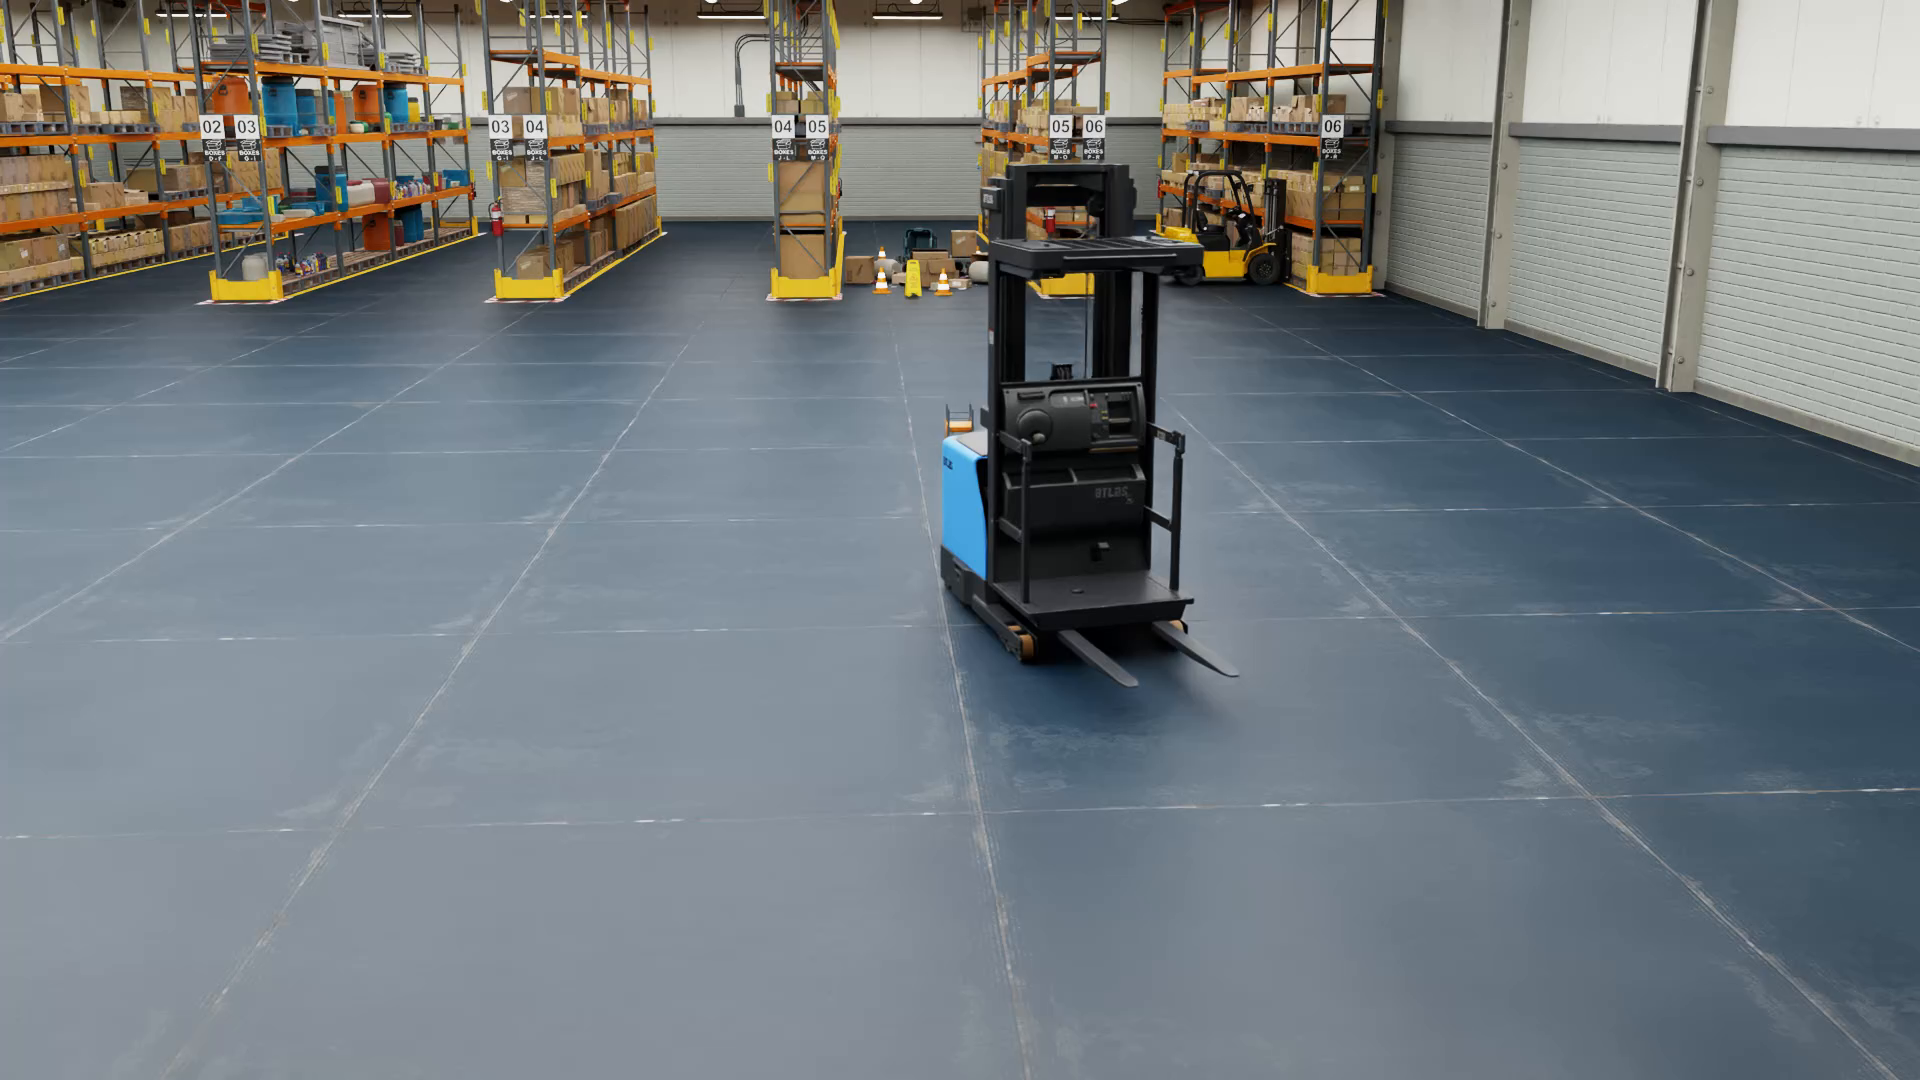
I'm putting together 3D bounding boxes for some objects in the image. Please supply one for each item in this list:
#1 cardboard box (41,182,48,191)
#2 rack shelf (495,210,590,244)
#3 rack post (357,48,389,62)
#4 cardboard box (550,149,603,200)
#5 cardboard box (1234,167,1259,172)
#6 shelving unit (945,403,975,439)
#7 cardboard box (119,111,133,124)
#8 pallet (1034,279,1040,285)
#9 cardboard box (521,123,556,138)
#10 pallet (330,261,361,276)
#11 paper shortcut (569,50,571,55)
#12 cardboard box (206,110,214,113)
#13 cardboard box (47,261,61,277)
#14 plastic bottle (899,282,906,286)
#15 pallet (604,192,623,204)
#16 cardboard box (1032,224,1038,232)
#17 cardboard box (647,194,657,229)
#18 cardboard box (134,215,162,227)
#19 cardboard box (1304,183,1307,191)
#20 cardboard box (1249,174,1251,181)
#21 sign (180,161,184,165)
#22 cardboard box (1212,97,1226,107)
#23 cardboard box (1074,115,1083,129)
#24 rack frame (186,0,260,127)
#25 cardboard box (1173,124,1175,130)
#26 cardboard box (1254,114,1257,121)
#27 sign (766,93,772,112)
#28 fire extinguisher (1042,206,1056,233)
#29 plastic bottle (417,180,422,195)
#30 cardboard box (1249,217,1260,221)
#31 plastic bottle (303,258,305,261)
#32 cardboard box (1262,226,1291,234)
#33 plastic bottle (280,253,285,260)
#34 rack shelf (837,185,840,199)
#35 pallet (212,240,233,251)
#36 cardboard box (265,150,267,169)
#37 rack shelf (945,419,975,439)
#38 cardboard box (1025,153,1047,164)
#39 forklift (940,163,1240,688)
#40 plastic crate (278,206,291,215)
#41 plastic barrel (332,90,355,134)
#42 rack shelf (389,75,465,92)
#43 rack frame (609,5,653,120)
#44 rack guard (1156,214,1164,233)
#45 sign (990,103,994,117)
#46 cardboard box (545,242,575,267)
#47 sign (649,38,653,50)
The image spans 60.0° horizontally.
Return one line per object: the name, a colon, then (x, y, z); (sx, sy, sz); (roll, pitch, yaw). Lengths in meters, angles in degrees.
cardboard box: (-17.635, -6.732, 31.668); (0.380, 0.149, 0.250); (-1, 14, -4)
rack shelf: (-7.916, -5.993, 31.742); (1.077, 0.370, 4.000); (-1, 14, -3)
rack post: (-13.317, -10.805, 37.115); (0.954, 0.300, 0.937); (-1, 14, -3)
cardboard box: (-7.949, -7.532, 34.235); (1.000, 1.000, 1.000); (-1, 14, -3)
cardboard box: (6.681, -8.446, 38.790); (0.500, 0.500, 0.500); (0, 14, -1)
shelving unit: (-0.003, -0.522, 12.947); (0.215, 1.050, 0.252); (-1, 14, -3)
cardboard box: (-18.040, -9.023, 35.513); (0.500, 0.250, 0.500); (0, 14, -2)
pallet: (2.007, -5.171, 32.699); (1.003, 0.211, 1.213); (-1, 14, -3)
cardboard box: (-7.564, -7.348, 29.845); (0.500, 0.250, 0.500); (0, 14, -2)
pallet: (-13.071, -5.606, 34.393); (1.003, 0.211, 1.213); (-1, 14, -3)
paper shortcut: (-8.894, -11.127, 37.932); (0.009, 0.170, 0.078); (9, -17, -6)
cardboard box: (-18.205, -10.423, 40.795); (0.500, 0.250, 0.500); (-1, 14, -3)
cardboard box: (-17.614, -5.198, 31.884); (0.500, 0.250, 0.500); (-1, 14, -3)
plastic bottle: (-1.091, -4.957, 32.170); (0.133, 0.061, 0.283); (-6, 16, -23)
pallet: (-8.137, -7.565, 36.793); (1.213, 0.211, 1.003); (-1, 14, -3)
cardboard box: (1.619, -6.163, 32.829); (0.380, 0.149, 0.250); (0, 14, 0)
cardboard box: (-8.664, -8.839, 44.783); (0.875, 0.875, 0.875); (-1, 14, -3)
cardboard box: (-18.475, -7.290, 37.969); (0.500, 0.250, 0.500); (0, 14, -1)
cardboard box: (6.747, -6.709, 31.580); (0.380, 0.149, 0.250); (-1, 14, -4)
cardboard box: (6.454, -7.831, 35.939); (0.380, 0.149, 0.250); (-1, 14, -3)
sign: (-18.964, -9.085, 40.580); (0.100, 0.325, 0.005); (-1, 14, -3)
cardboard box: (6.446, -10.846, 41.173); (0.396, 0.266, 0.258); (-1, 14, -3)
cardboard box: (2.334, -7.650, 30.424); (0.500, 0.250, 0.500); (-1, 14, -4)
rack frame: (-12.735, -8.673, 28.675); (1.000, 3.000, 0.127); (-1, 14, -3)
cardboard box: (5.847, -10.919, 43.929); (0.380, 0.149, 0.250); (-1, 14, -3)
cardboard box: (6.434, -8.921, 35.119); (0.380, 0.149, 0.250); (-1, 14, -4)
sign: (-3.378, -7.733, 29.426); (0.100, 0.325, 0.005); (-1, 14, -3)
fire extinguisher: (1.646, -5.924, 30.185); (0.296, 0.674, 0.183); (-1, 14, -3)
plastic bottle: (-13.095, -8.504, 40.159); (0.144, 0.351, 0.185); (-1, 14, -3)
cardboard box: (6.836, -7.505, 39.049); (0.380, 0.149, 0.250); (0, 14, -1)
plastic bottle: (-12.724, -5.334, 32.305); (0.061, 0.283, 0.133); (-1, 14, -3)
cardboard box: (6.522, -6.300, 34.161); (0.500, 0.250, 0.500); (-1, 14, -4)
plastic bottle: (-13.347, -5.485, 32.759); (0.144, 0.351, 0.185); (0, 14, -2)
rack shelf: (-3.703, -9.029, 43.541); (1.077, 0.370, 4.000); (-1, 14, -3)
pallet: (-18.335, -7.124, 40.291); (1.003, 0.211, 1.213); (-1, 14, -3)
cardboard box: (-18.300, -9.843, 43.054); (0.500, 0.500, 0.500); (0, 14, -2)
rack shelf: (-0.003, -0.786, 12.879); (0.215, 0.259, 0.240); (-1, 14, -3)
cardboard box: (1.672, -7.428, 33.073); (0.700, 0.500, 0.500); (-1, 14, -3)
forklift: (0.785, -0.790, 10.213); (1.130, 2.935, 3.031); (-4, 15, -17)
plastic crate: (-13.181, -6.318, 31.986); (0.450, 0.188, 0.662); (-1, 14, -3)
plastic barrel: (-13.397, -9.245, 35.912); (0.600, 0.901, 0.600); (0, 14, 0)
rack shelf: (-13.603, -11.612, 42.346); (1.077, 0.370, 4.000); (-1, 14, -3)
rack frame: (-8.783, -12.728, 44.437); (1.000, 3.000, 0.127); (-1, 14, -3)
rack guard: (6.066, -8.824, 46.319); (1.175, 0.500, 0.348); (-1, 14, -3)
sign: (0.802, -10.714, 41.430); (0.100, 0.325, 0.005); (-1, 14, -3)
cardboard box: (-8.055, -5.731, 33.456); (0.500, 0.500, 0.500); (-1, 14, -5)
sign: (-8.241, -13.224, 44.330); (0.100, 0.325, 0.005); (-1, 14, -3)
